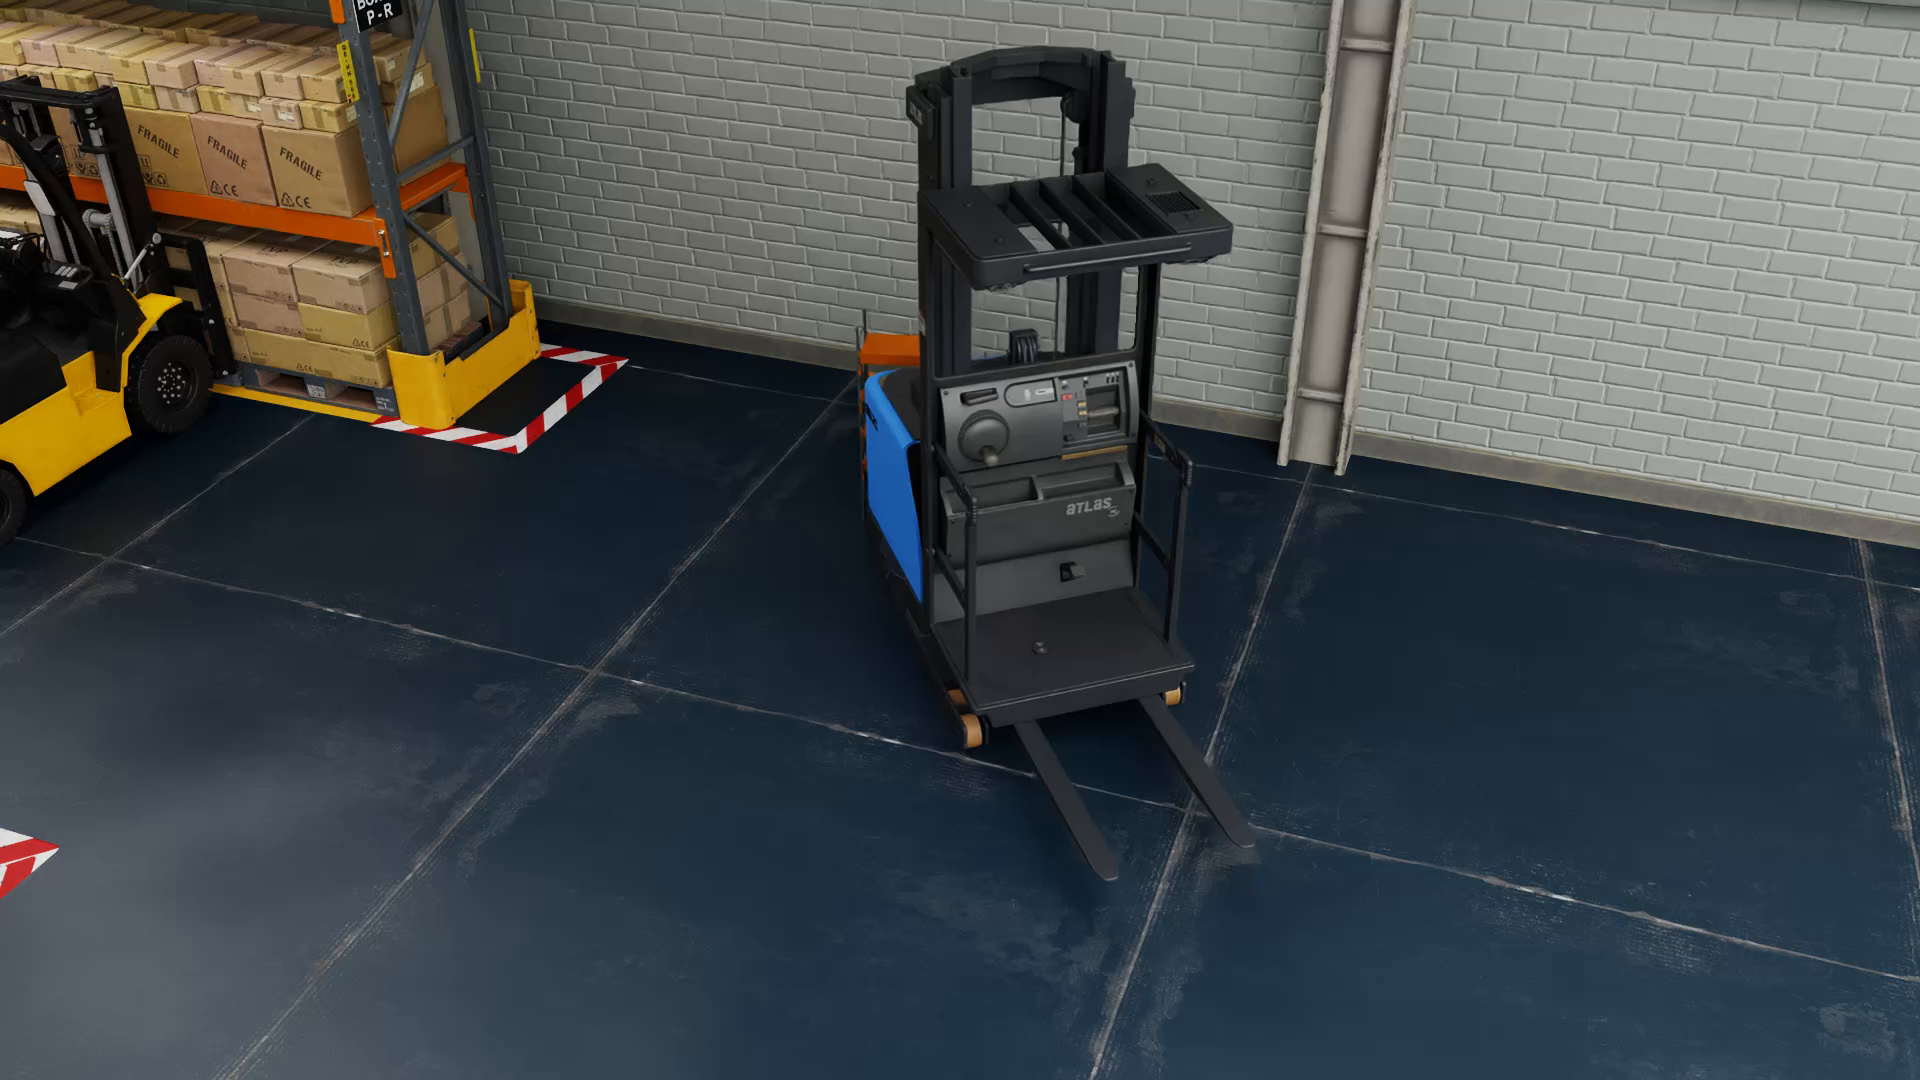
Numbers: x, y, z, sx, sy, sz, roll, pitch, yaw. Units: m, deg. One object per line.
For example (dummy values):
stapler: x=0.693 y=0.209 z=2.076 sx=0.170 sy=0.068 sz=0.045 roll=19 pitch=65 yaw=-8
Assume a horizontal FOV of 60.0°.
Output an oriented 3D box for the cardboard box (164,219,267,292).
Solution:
cardboard box: x=-4.670 y=-1.809 z=10.480 sx=0.500 sy=0.250 sz=0.500 roll=11 pitch=35 yaw=17

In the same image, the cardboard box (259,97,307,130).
cardboard box: x=-3.842 y=-2.531 z=9.682 sx=0.250 sy=0.149 sz=0.380 roll=12 pitch=35 yaw=17

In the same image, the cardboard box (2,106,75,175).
cardboard box: x=-5.633 y=-2.645 z=10.457 sx=0.500 sy=0.500 sz=0.500 roll=11 pitch=34 yaw=16

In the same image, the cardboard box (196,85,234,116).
cardboard box: x=-4.295 y=-2.661 z=9.884 sx=0.250 sy=0.149 sz=0.380 roll=11 pitch=34 yaw=16

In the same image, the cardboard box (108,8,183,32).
cardboard box: x=-5.111 y=-3.219 z=10.473 sx=0.250 sy=0.149 sz=0.380 roll=12 pitch=35 yaw=18

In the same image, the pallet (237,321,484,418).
pallet: x=-3.904 y=-1.212 z=10.900 sx=1.213 sy=0.211 sz=1.003 roll=11 pitch=34 yaw=16

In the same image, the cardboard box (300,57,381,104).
cardboard box: x=-3.579 y=-2.662 z=9.611 sx=0.250 sy=0.149 sz=0.380 roll=11 pitch=34 yaw=17

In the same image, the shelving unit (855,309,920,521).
shelving unit: x=-0.285 y=-0.657 z=9.130 sx=0.503 sy=1.200 sz=0.258 roll=4 pitch=33 yaw=6

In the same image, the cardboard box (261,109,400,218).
cardboard box: x=-3.722 y=-2.262 z=9.865 sx=0.500 sy=0.500 sz=0.500 roll=10 pitch=34 yaw=15

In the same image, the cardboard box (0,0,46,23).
cardboard box: x=-6.058 y=-3.423 z=10.790 sx=0.250 sy=0.149 sz=0.380 roll=11 pitch=34 yaw=16

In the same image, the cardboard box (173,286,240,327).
cardboard box: x=-4.696 y=-1.606 z=10.627 sx=0.500 sy=0.250 sz=0.500 roll=10 pitch=34 yaw=15

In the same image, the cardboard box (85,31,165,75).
cardboard box: x=-5.025 y=-2.940 z=10.041 sx=0.250 sy=0.149 sz=0.380 roll=12 pitch=35 yaw=17

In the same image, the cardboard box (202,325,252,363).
cardboard box: x=-4.652 y=-1.402 z=10.773 sx=0.500 sy=0.250 sz=0.500 roll=11 pitch=35 yaw=17

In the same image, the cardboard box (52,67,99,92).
cardboard box: x=-5.276 y=-2.825 z=10.138 sx=0.250 sy=0.149 sz=0.380 roll=10 pitch=34 yaw=15

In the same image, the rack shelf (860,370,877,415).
rack shelf: x=-0.285 y=-0.789 z=9.045 sx=0.480 sy=0.148 sz=0.258 roll=4 pitch=33 yaw=6

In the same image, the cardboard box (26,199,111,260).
cardboard box: x=-5.636 y=-2.005 z=10.784 sx=0.500 sy=0.250 sz=0.500 roll=12 pitch=35 yaw=18

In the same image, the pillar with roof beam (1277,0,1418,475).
pillar with roof beam: x=0.674 y=-2.076 z=4.138 sx=0.400 sy=9.000 sz=9.100 roll=11 pitch=34 yaw=16

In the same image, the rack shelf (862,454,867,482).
rack shelf: x=-0.285 y=-0.434 z=9.274 sx=0.480 sy=0.148 sz=0.258 roll=4 pitch=33 yaw=6

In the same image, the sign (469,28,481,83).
sign: x=-2.978 y=-2.944 z=10.141 sx=0.005 sy=0.325 sz=0.100 roll=11 pitch=34 yaw=16

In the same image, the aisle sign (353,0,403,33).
aisle sign: x=-3.208 y=-3.195 z=9.004 sx=0.004 sy=0.787 sz=0.394 roll=11 pitch=34 yaw=16

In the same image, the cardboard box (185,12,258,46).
cardboard box: x=-4.601 y=-3.167 z=10.394 sx=0.250 sy=0.149 sz=0.380 roll=10 pitch=34 yaw=15

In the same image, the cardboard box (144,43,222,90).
cardboard box: x=-4.569 y=-2.800 z=9.825 sx=0.250 sy=0.149 sz=0.380 roll=12 pitch=35 yaw=18

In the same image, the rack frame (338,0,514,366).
rack frame: x=-3.170 y=-2.264 z=9.960 sx=0.127 sy=3.000 sz=1.000 roll=11 pitch=34 yaw=16

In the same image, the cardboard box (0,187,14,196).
cardboard box: x=-6.586 y=-2.189 z=11.069 sx=0.500 sy=0.250 sz=0.500 roll=10 pitch=34 yaw=16

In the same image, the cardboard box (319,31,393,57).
cardboard box: x=-3.644 y=-2.955 z=10.065 sx=0.250 sy=0.149 sz=0.380 roll=12 pitch=35 yaw=18

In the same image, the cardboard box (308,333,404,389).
cardboard box: x=-3.719 y=-1.210 z=10.475 sx=0.500 sy=0.250 sz=0.500 roll=11 pitch=35 yaw=17

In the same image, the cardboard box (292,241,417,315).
cardboard box: x=-3.709 y=-1.631 z=10.204 sx=0.500 sy=0.250 sz=0.500 roll=12 pitch=35 yaw=18

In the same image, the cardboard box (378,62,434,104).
cardboard box: x=-3.402 y=-2.774 z=10.058 sx=0.250 sy=0.149 sz=0.380 roll=10 pitch=34 yaw=15

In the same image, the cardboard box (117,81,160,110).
cardboard box: x=-4.807 y=-2.722 z=9.978 sx=0.250 sy=0.149 sz=0.380 roll=11 pitch=35 yaw=17

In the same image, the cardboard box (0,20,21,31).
cardboard box: x=-6.008 y=-3.083 z=10.263 sx=0.250 sy=0.149 sz=0.380 roll=12 pitch=35 yaw=18

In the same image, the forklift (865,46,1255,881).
forklift: x=0.432 y=-0.511 z=7.307 sx=1.130 sy=2.935 sz=3.031 roll=-10 pitch=34 yaw=-15

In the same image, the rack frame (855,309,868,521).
rack frame: x=-0.528 y=-0.674 z=9.156 sx=0.015 sy=1.200 sz=0.240 roll=4 pitch=33 yaw=6

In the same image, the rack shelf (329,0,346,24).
rack shelf: x=-5.053 y=-3.588 z=9.908 sx=4.000 sy=0.370 sz=1.077 roll=11 pitch=34 yaw=16

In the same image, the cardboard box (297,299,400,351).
cardboard box: x=-3.734 y=-1.425 z=10.347 sx=0.500 sy=0.250 sz=0.500 roll=11 pitch=34 yaw=16

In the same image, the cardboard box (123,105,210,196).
cardboard box: x=-4.690 y=-2.456 z=10.164 sx=0.500 sy=0.500 sz=0.500 roll=10 pitch=34 yaw=16

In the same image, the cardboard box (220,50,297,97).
cardboard box: x=-4.077 y=-2.725 z=9.709 sx=0.250 sy=0.149 sz=0.380 roll=12 pitch=35 yaw=18

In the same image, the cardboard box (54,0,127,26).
cardboard box: x=-5.563 y=-3.352 z=10.679 sx=0.250 sy=0.149 sz=0.380 roll=10 pitch=34 yaw=16

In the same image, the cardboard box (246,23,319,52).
cardboard box: x=-4.131 y=-3.034 z=10.187 sx=0.250 sy=0.149 sz=0.380 roll=11 pitch=35 yaw=17

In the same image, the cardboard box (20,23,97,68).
cardboard box: x=-5.497 y=-3.031 z=10.182 sx=0.250 sy=0.149 sz=0.380 roll=11 pitch=34 yaw=16

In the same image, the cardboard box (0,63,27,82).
cardboard box: x=-5.772 y=-2.906 z=10.264 sx=0.250 sy=0.149 sz=0.380 roll=11 pitch=34 yaw=16
